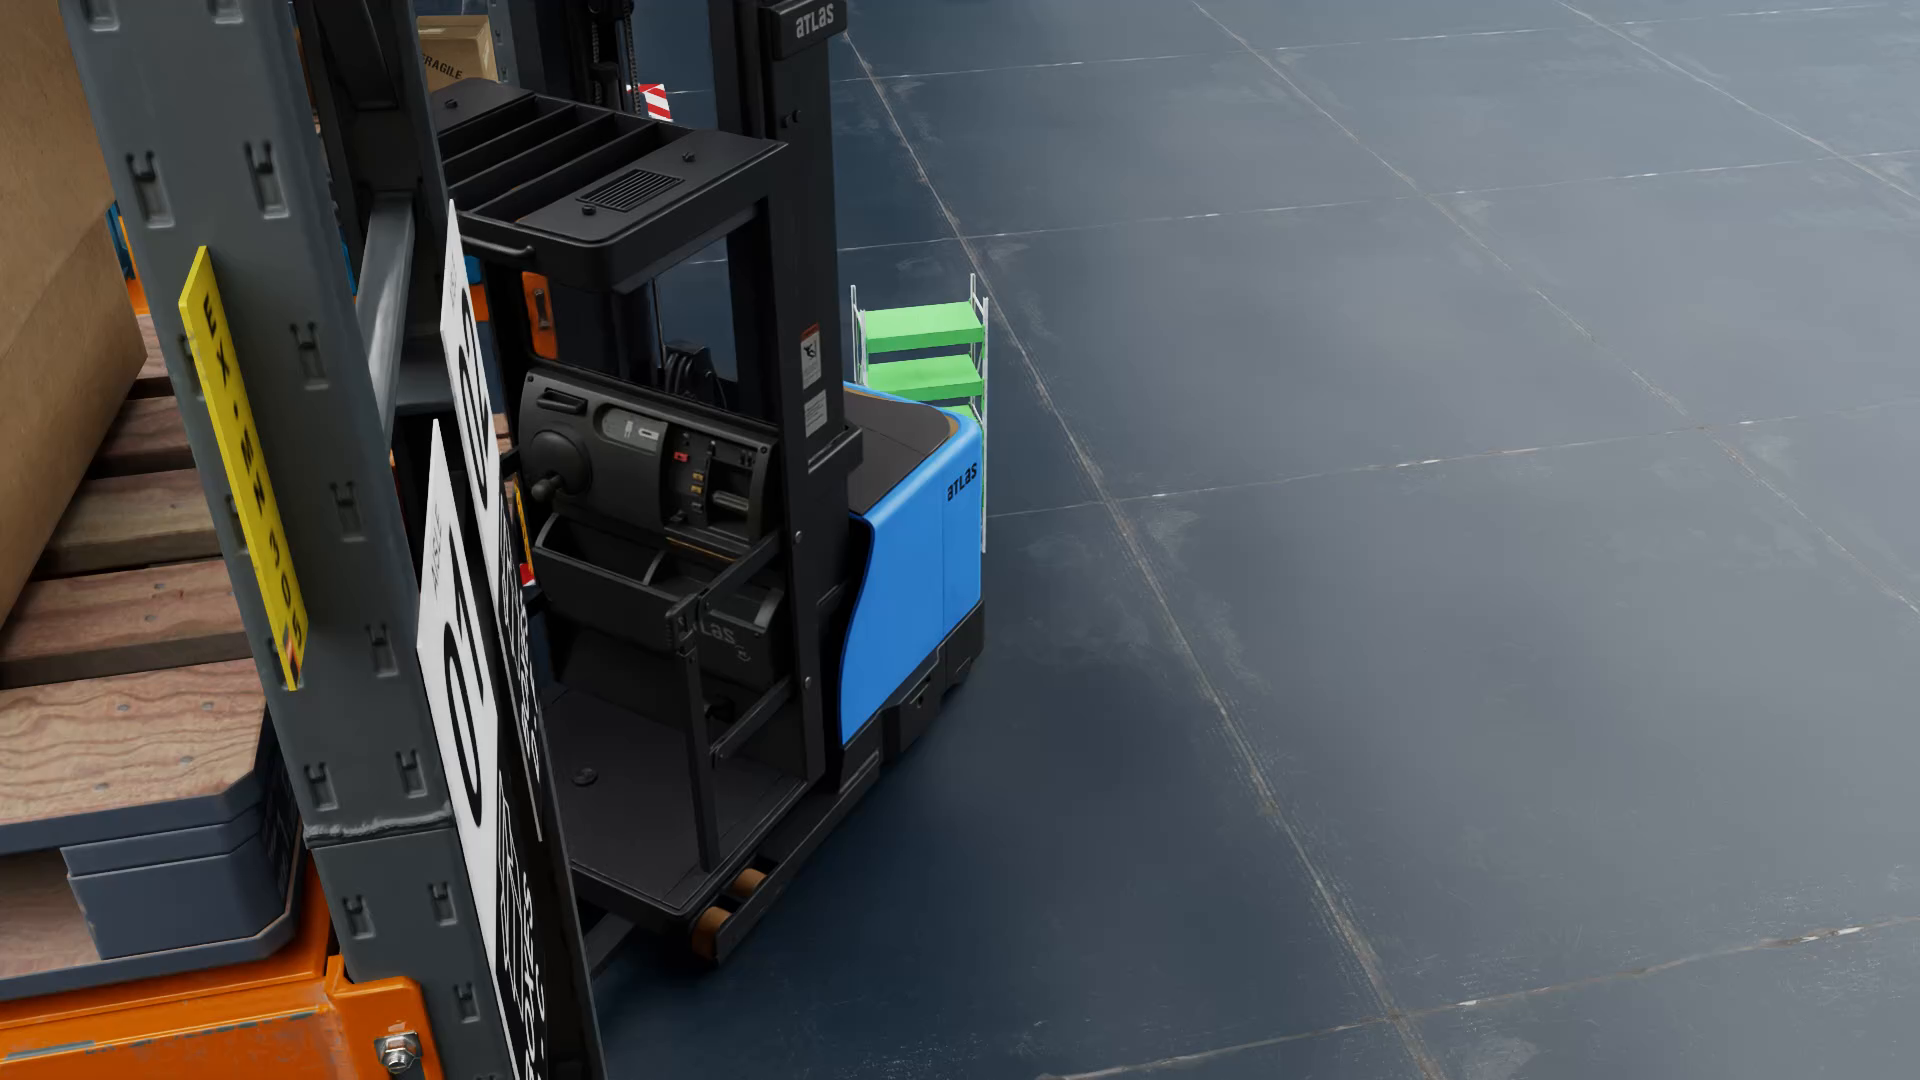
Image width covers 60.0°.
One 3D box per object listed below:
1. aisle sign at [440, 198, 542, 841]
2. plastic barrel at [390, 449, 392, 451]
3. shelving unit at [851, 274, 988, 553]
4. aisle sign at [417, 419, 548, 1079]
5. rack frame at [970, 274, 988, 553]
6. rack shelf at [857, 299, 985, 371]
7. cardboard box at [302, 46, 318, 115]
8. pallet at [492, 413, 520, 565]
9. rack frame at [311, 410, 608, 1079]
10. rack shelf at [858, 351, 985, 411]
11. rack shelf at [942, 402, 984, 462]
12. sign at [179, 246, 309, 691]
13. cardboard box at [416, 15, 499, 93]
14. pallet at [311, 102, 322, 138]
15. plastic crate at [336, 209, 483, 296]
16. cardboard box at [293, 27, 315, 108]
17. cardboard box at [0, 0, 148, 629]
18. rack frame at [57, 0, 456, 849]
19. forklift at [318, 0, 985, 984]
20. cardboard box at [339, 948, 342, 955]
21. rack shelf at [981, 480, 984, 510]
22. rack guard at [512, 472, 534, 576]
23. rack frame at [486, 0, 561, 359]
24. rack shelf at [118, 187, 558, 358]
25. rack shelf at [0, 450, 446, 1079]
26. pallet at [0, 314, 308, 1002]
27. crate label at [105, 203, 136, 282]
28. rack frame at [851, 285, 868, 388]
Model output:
[{"bbox_3d":[-0.626,-0.016,2.249,0.004,0.787,0.394,-7,35,-11],"label":"aisle sign"},{"bbox_3d":[-2.337,-0.473,7.119,0.421,0.512,0.421,0,34,0],"label":"plastic barrel"},{"bbox_3d":[-0.161,-0.478,6.885,0.503,1.200,0.258,-7,35,-11],"label":"shelving unit"},{"bbox_3d":[-0.494,0.310,1.763,0.004,0.787,0.394,-7,35,-11],"label":"aisle sign"},{"bbox_3d":[0.077,-0.508,6.930,0.015,1.200,0.240,-7,35,-11],"label":"rack frame"},{"bbox_3d":[-0.161,-0.823,6.653,0.480,0.148,0.258,-7,35,-11],"label":"rack shelf"},{"bbox_3d":[-3.992,-3.123,11.079,0.500,0.500,0.500,1,34,2],"label":"cardboard box"},{"bbox_3d":[-2.569,-0.165,7.306,1.213,0.211,1.003,-7,35,-11],"label":"pallet"},{"bbox_3d":[-0.622,1.238,2.713,0.127,3.000,1.000,-7,35,-11],"label":"rack frame"},{"bbox_3d":[-0.161,-0.624,6.787,0.480,0.148,0.258,-7,35,-11],"label":"rack shelf"},{"bbox_3d":[-0.161,-0.425,6.921,0.480,0.148,0.258,-7,35,-11],"label":"rack shelf"},{"bbox_3d":[-0.516,-0.046,1.211,0.005,0.325,0.100,-7,35,-11],"label":"sign"},{"bbox_3d":[-3.417,-3.215,11.216,0.500,0.500,0.500,-1,34,-2],"label":"cardboard box"},{"bbox_3d":[-4.866,-2.751,11.159,1.213,0.211,1.003,-7,35,-11],"label":"pallet"},{"bbox_3d":[-2.134,-1.169,6.433,0.616,0.251,0.499,-7,35,-11],"label":"plastic crate"},{"bbox_3d":[-4.607,-3.056,10.979,0.500,0.500,0.500,-4,34,-6],"label":"cardboard box"},{"bbox_3d":[-1.184,-0.215,1.591,0.637,0.503,0.797,-5,34,-7],"label":"cardboard box"},{"bbox_3d":[-0.622,-1.253,1.042,0.127,3.000,1.000,-7,35,-11],"label":"rack frame"},{"bbox_3d":[-1.067,-0.179,4.886,1.130,2.935,3.031,17,38,24],"label":"forklift"},{"bbox_3d":[-1.132,0.715,2.239,0.500,0.500,0.700,-7,35,-10],"label":"cardboard box"},{"bbox_3d":[-0.161,-0.226,7.055,0.480,0.148,0.258,-7,35,-11],"label":"rack shelf"},{"bbox_3d":[-1.775,-0.382,7.370,0.348,0.500,1.175,-7,35,-11],"label":"rack guard"},{"bbox_3d":[-1.712,-1.455,6.726,0.127,3.000,1.000,-7,35,-11],"label":"rack frame"},{"bbox_3d":[-3.662,-0.910,6.560,4.000,0.370,1.077,-7,35,-11],"label":"rack shelf"},{"bbox_3d":[-2.573,0.537,1.711,4.000,0.370,1.077,-7,35,-11],"label":"rack shelf"},{"bbox_3d":[-1.318,0.102,1.793,1.213,0.211,1.003,-7,35,-11],"label":"pallet"},{"bbox_3d":[-3.447,-1.096,6.160,0.616,0.435,0.502,-7,35,-11],"label":"crate label"},{"bbox_3d":[-0.399,-0.448,6.841,0.015,1.200,0.240,-7,35,-11],"label":"rack frame"}]
